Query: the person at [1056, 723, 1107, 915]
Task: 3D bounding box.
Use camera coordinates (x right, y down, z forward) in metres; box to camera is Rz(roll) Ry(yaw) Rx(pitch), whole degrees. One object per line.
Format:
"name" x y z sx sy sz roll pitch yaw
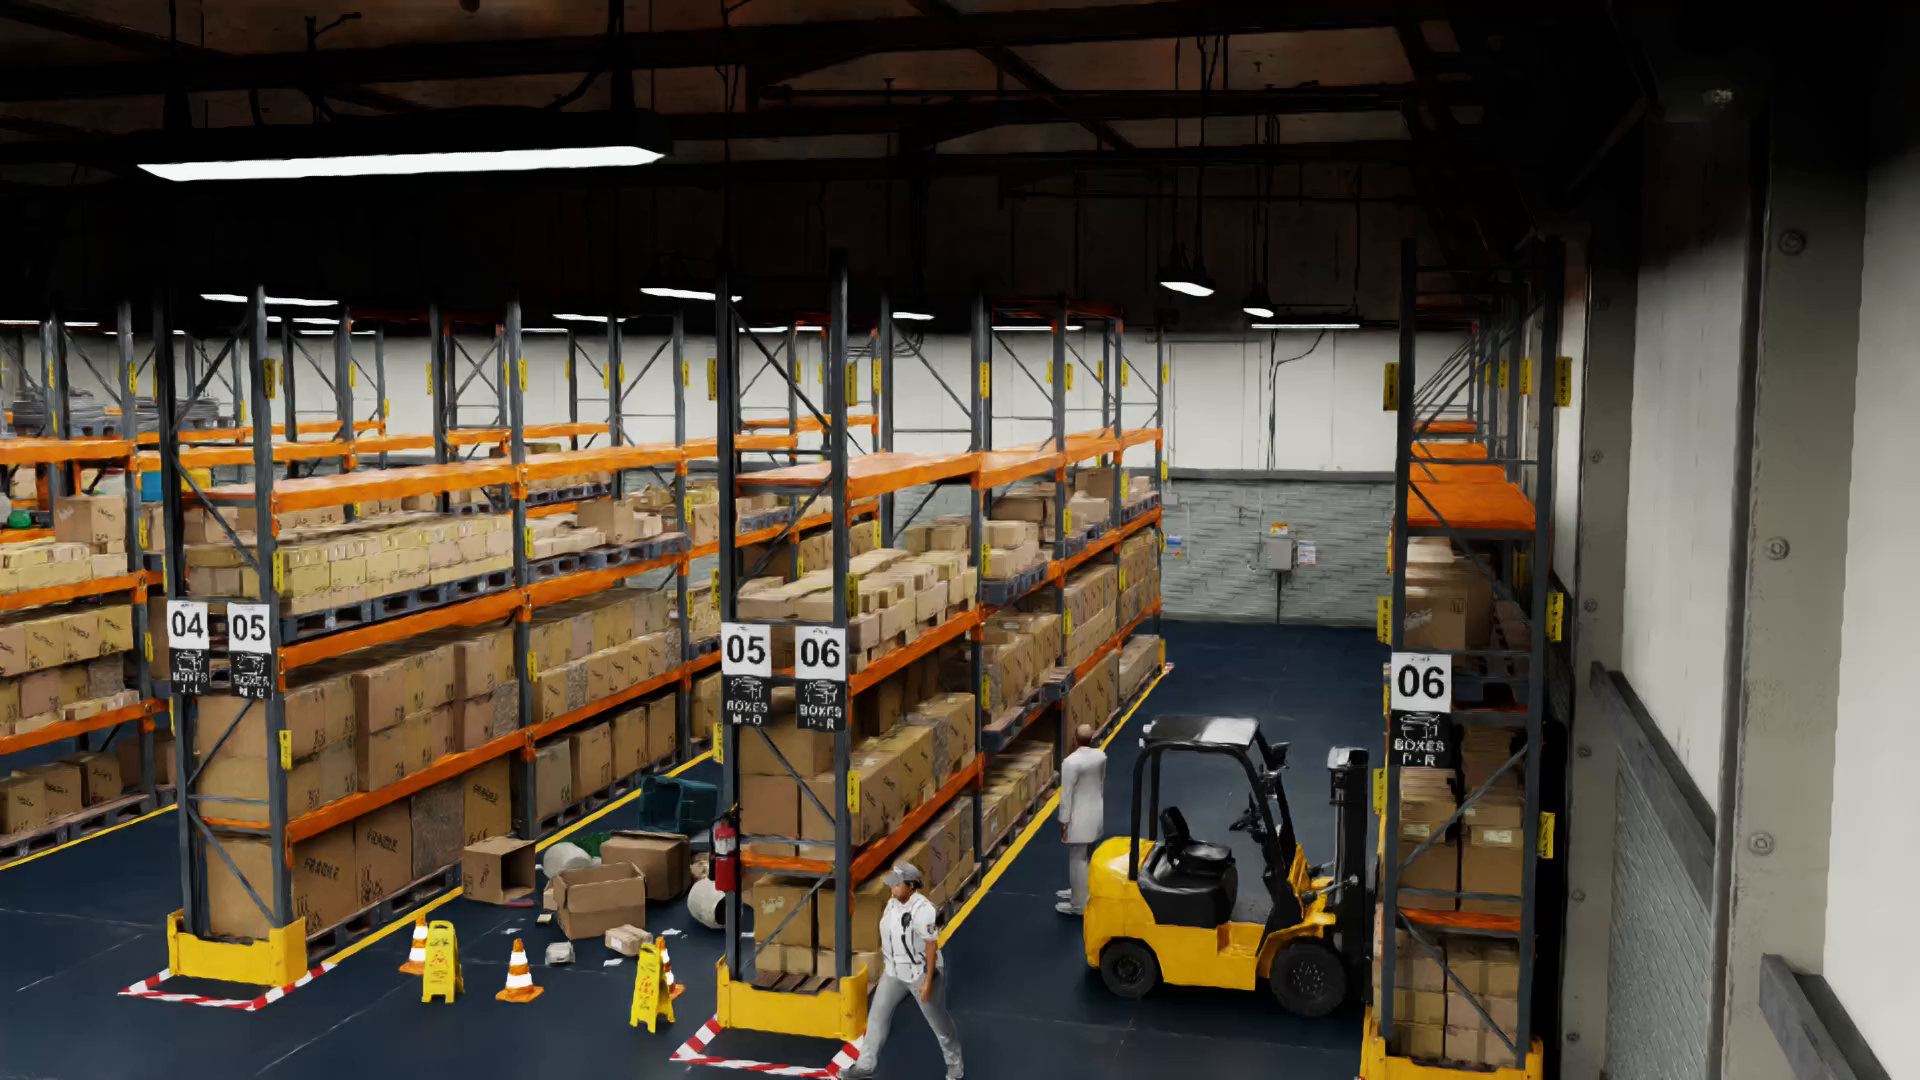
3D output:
"person" 1.107 2.606 15.721 0.631 1.781 0.553 -6 8 -44

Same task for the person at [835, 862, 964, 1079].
"person" -0.395 3.090 11.906 0.625 1.614 0.871 6 8 43
